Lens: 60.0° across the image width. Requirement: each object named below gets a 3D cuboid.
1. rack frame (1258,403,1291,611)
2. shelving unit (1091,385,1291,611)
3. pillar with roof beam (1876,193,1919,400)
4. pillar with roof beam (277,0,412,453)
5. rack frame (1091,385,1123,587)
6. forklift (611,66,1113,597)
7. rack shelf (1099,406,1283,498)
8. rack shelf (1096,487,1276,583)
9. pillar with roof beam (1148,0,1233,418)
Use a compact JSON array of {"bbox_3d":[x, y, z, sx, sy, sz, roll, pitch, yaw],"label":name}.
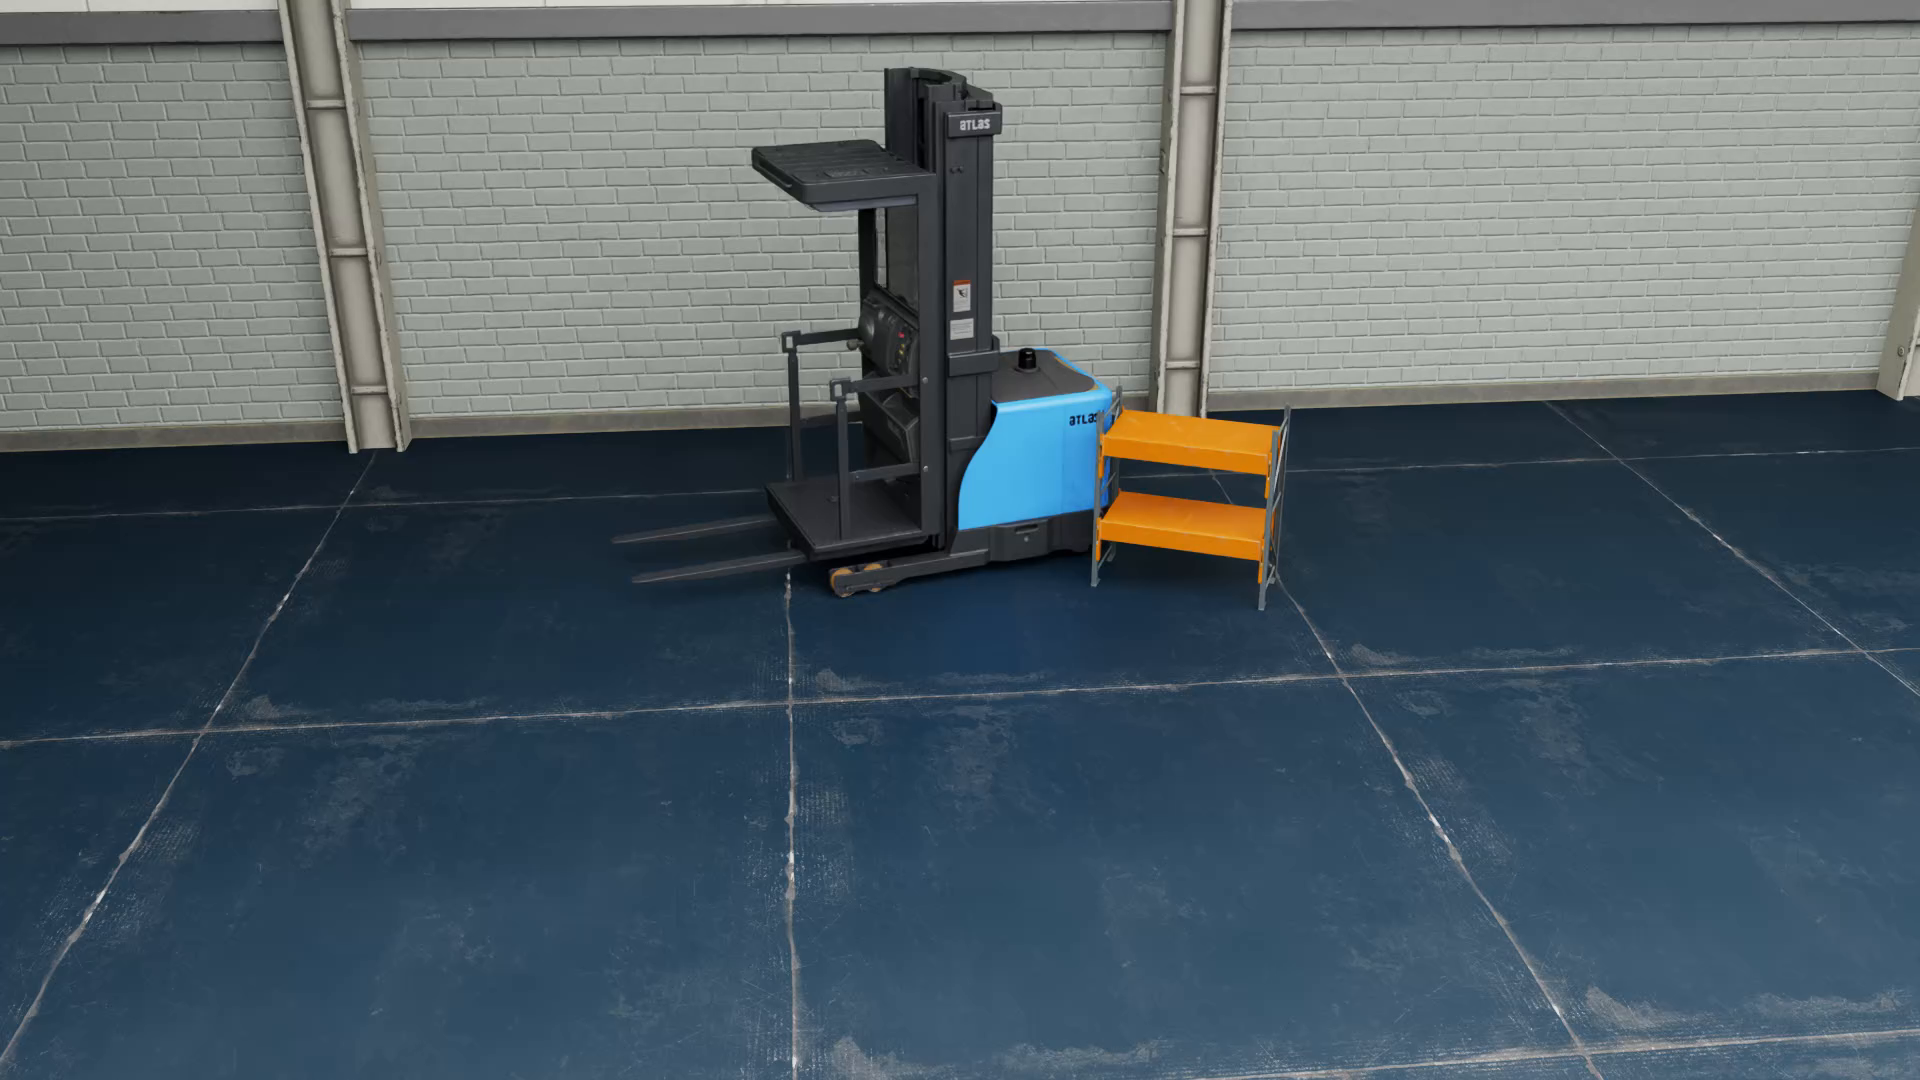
[{"bbox_3d":[1.855,-0.194,9.802,0.032,1.125,0.500,8,25,17],"label":"rack frame"},{"bbox_3d":[1.373,-0.261,9.952,1.048,1.125,0.538,8,25,17],"label":"shelving unit"},{"bbox_3d":[8.071,-3.557,7.673,0.400,9.000,9.100,-2,24,-5],"label":"pillar with roof beam"},{"bbox_3d":[-3.871,-3.078,6.595,0.400,9.000,9.100,-2,24,-5],"label":"pillar with roof beam"},{"bbox_3d":[0.892,-0.327,10.102,0.032,1.125,0.500,8,25,17],"label":"rack frame"},{"bbox_3d":[-0.617,-1.240,9.932,3.031,2.935,1.130,-9,26,-20],"label":"forklift"},{"bbox_3d":[1.373,-0.528,9.833,1.000,0.278,0.538,8,25,17],"label":"rack shelf"},{"bbox_3d":[1.373,-0.037,10.051,1.000,0.278,0.538,8,25,17],"label":"rack shelf"},{"bbox_3d":[2.100,-3.317,7.134,0.400,9.000,9.100,-2,24,-5],"label":"pillar with roof beam"}]
